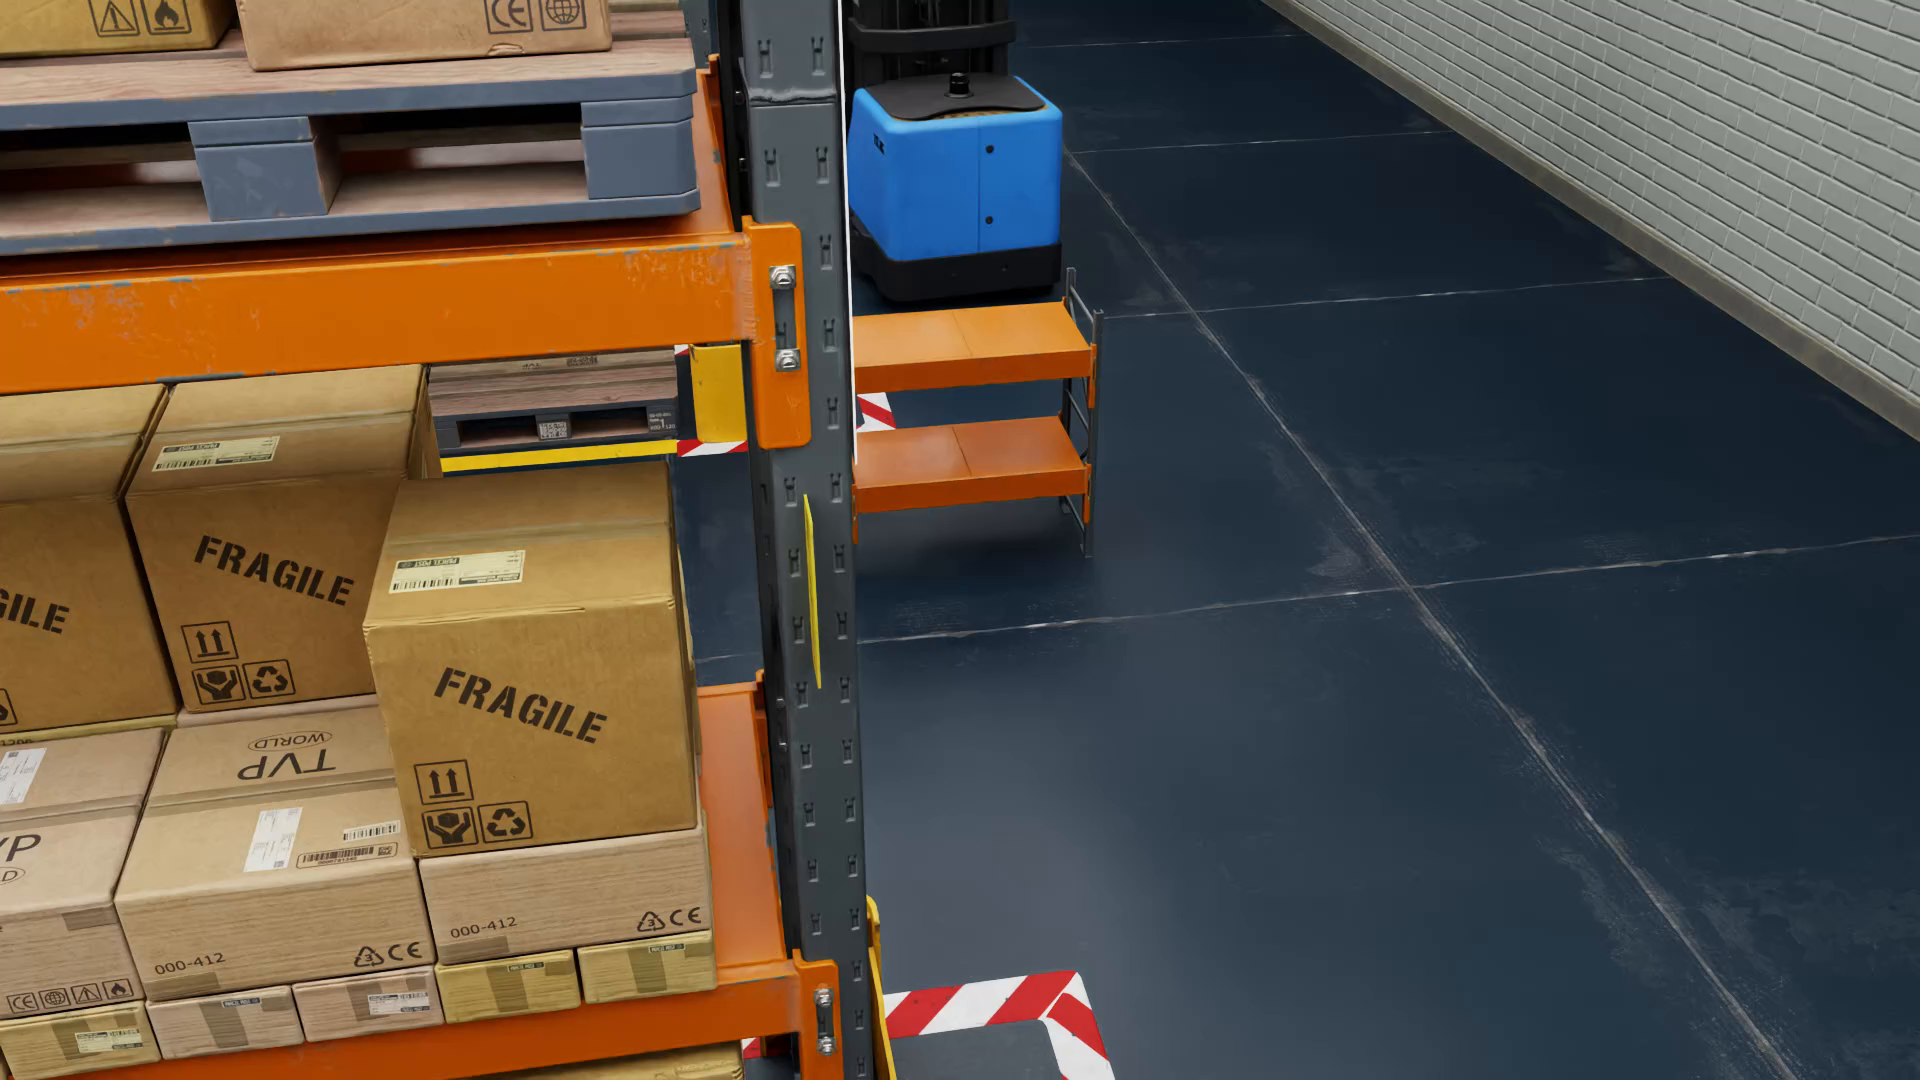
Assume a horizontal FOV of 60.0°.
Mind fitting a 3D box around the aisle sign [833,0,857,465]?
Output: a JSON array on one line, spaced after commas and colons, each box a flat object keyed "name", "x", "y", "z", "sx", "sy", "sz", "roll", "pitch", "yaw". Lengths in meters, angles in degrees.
[{"name": "aisle sign", "x": -0.205, "y": -0.561, "z": 2.680, "sx": 0.004, "sy": 0.787, "sz": 0.394, "roll": -5, "pitch": 31, "yaw": -9}]

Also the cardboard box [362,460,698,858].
[{"name": "cardboard box", "x": -0.762, "y": 0.206, "z": 3.056, "sx": 0.500, "sy": 0.500, "sz": 0.500, "roll": -5, "pitch": 31, "yaw": -8}]

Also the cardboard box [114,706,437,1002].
[{"name": "cardboard box", "x": -1.258, "y": 0.576, "z": 3.166, "sx": 0.500, "sy": 0.250, "sz": 0.500, "roll": -6, "pitch": 31, "yaw": -10}]

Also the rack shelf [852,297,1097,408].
[{"name": "rack shelf", "x": 0.007, "y": -0.738, "z": 6.818, "sx": 1.000, "sy": 0.278, "sz": 0.538, "roll": -5, "pitch": 31, "yaw": -9}]

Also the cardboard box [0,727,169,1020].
[{"name": "cardboard box", "x": -1.758, "y": 0.622, "z": 3.087, "sx": 0.500, "sy": 0.250, "sz": 0.500, "roll": -6, "pitch": 31, "yaw": -11}]

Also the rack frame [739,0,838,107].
[{"name": "rack frame", "x": -0.330, "y": -2.169, "z": 2.061, "sx": 0.127, "sy": 3.000, "sz": 1.000, "roll": -5, "pitch": 31, "yaw": -9}]

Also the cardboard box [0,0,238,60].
[{"name": "cardboard box", "x": -1.407, "y": -1.078, "z": 2.553, "sx": 0.500, "sy": 0.500, "sz": 0.700, "roll": -6, "pitch": 31, "yaw": -11}]

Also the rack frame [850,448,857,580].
[{"name": "rack frame", "x": -0.493, "y": -0.439, "z": 6.887, "sx": 0.032, "sy": 1.125, "sz": 0.500, "roll": -5, "pitch": 31, "yaw": -9}]

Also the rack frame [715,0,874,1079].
[{"name": "rack frame", "x": -0.330, "y": 0.417, "z": 3.582, "sx": 0.127, "sy": 3.000, "sz": 1.000, "roll": -5, "pitch": 31, "yaw": -9}]

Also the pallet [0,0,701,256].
[{"name": "pallet", "x": -1.058, "y": -0.765, "z": 2.720, "sx": 1.213, "sy": 0.211, "sz": 1.003, "roll": -5, "pitch": 31, "yaw": -9}]

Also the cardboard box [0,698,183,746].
[{"name": "cardboard box", "x": -1.855, "y": 0.357, "z": 3.537, "sx": 0.500, "sy": 0.250, "sz": 0.500, "roll": -6, "pitch": 31, "yaw": -11}]

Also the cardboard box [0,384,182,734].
[{"name": "cardboard box", "x": -1.851, "y": 0.035, "z": 3.345, "sx": 0.500, "sy": 0.500, "sz": 0.500, "roll": -6, "pitch": 31, "yaw": -10}]

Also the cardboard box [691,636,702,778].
[{"name": "cardboard box", "x": -0.738, "y": 0.393, "z": 3.870, "sx": 0.250, "sy": 0.149, "sz": 0.380, "roll": -5, "pitch": 31, "yaw": -8}]

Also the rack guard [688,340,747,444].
[{"name": "rack guard", "x": -1.201, "y": -0.984, "z": 8.430, "sx": 0.348, "sy": 0.500, "sz": 1.175, "roll": -5, "pitch": 31, "yaw": -9}]

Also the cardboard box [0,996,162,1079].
[{"name": "cardboard box", "x": -1.625, "y": 0.816, "z": 3.151, "sx": 0.250, "sy": 0.149, "sz": 0.380, "roll": -6, "pitch": 31, "yaw": -10}]

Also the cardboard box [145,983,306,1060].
[{"name": "cardboard box", "x": -1.370, "y": 0.791, "z": 3.193, "sx": 0.250, "sy": 0.149, "sz": 0.380, "roll": -5, "pitch": 31, "yaw": -8}]

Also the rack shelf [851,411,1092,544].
[{"name": "rack shelf", "x": 0.007, "y": -0.275, "z": 7.090, "sx": 1.000, "sy": 0.278, "sz": 0.538, "roll": -5, "pitch": 31, "yaw": -9}]

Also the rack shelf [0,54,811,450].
[{"name": "rack shelf", "x": -2.297, "y": -0.383, "z": 2.693, "sx": 4.000, "sy": 0.370, "sz": 1.077, "roll": -5, "pitch": 31, "yaw": -9}]

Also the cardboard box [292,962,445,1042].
[{"name": "cardboard box", "x": -1.124, "y": 0.769, "z": 3.231, "sx": 0.250, "sy": 0.149, "sz": 0.380, "roll": -5, "pitch": 31, "yaw": -9}]

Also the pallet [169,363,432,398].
[{"name": "pallet", "x": -3.238, "y": -0.685, "z": 8.207, "sx": 1.213, "sy": 0.211, "sz": 1.003, "roll": -5, "pitch": 31, "yaw": -9}]

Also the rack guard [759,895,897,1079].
[{"name": "rack guard", "x": -0.306, "y": 1.492, "z": 4.219, "sx": 0.348, "sy": 0.500, "sz": 1.175, "roll": -5, "pitch": 31, "yaw": -9}]

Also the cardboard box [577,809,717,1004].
[{"name": "cardboard box", "x": -0.621, "y": 0.722, "z": 3.311, "sx": 0.250, "sy": 0.149, "sz": 0.380, "roll": -5, "pitch": 31, "yaw": -8}]

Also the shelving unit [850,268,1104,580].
[{"name": "shelving unit", "x": 0.007, "y": -0.486, "z": 6.966, "sx": 1.048, "sy": 1.125, "sz": 0.538, "roll": -5, "pitch": 31, "yaw": -9}]

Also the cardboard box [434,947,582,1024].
[{"name": "cardboard box", "x": -0.876, "y": 0.746, "z": 3.269, "sx": 0.250, "sy": 0.149, "sz": 0.380, "roll": -5, "pitch": 31, "yaw": -8}]

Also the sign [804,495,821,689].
[{"name": "sign", "x": -0.246, "y": 0.087, "z": 2.766, "sx": 0.005, "sy": 0.325, "sz": 0.100, "roll": -5, "pitch": 31, "yaw": -9}]

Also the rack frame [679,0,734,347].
[{"name": "rack frame", "x": -1.222, "y": -2.053, "z": 7.781, "sx": 0.127, "sy": 3.000, "sz": 1.000, "roll": -5, "pitch": 31, "yaw": -9}]

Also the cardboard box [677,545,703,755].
[{"name": "cardboard box", "x": -0.850, "y": 0.262, "z": 3.699, "sx": 0.500, "sy": 0.250, "sz": 0.500, "roll": -6, "pitch": 31, "yaw": -10}]

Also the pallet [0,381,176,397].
[{"name": "pallet", "x": -4.440, "y": -0.572, "z": 8.014, "sx": 1.213, "sy": 0.211, "sz": 1.003, "roll": -5, "pitch": 31, "yaw": -9}]

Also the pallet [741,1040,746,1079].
[{"name": "pallet", "x": -1.102, "y": 1.731, "z": 4.098, "sx": 1.213, "sy": 0.211, "sz": 1.003, "roll": -5, "pitch": 31, "yaw": -9}]

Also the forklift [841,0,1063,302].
[{"name": "forklift", "x": -0.329, "y": -3.347, "z": 10.050, "sx": 1.130, "sy": 2.935, "sz": 3.031, "roll": -9, "pitch": 32, "yaw": -15}]

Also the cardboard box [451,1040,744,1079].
[{"name": "cardboard box", "x": -0.945, "y": 1.250, "z": 3.847, "sx": 0.875, "sy": 0.875, "sz": 0.875, "roll": -5, "pitch": 31, "yaw": -9}]

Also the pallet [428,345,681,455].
[{"name": "pallet", "x": -2.040, "y": -0.795, "z": 8.393, "sx": 1.213, "sy": 0.211, "sz": 1.003, "roll": -5, "pitch": 31, "yaw": -9}]

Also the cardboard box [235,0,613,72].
[{"name": "cardboard box", "x": -0.832, "y": -1.069, "z": 2.538, "sx": 0.500, "sy": 0.500, "sz": 0.700, "roll": -7, "pitch": 31, "yaw": -12}]

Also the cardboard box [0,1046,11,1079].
[{"name": "cardboard box", "x": -1.880, "y": 0.840, "z": 3.110, "sx": 0.250, "sy": 0.149, "sz": 0.380, "roll": -5, "pitch": 31, "yaw": -9}]

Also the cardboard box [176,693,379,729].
[{"name": "cardboard box", "x": -1.361, "y": 0.313, "z": 3.612, "sx": 0.500, "sy": 0.250, "sz": 0.500, "roll": -6, "pitch": 31, "yaw": -10}]

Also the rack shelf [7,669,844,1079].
[{"name": "rack shelf", "x": -2.297, "y": 0.910, "z": 3.454, "sx": 4.000, "sy": 0.370, "sz": 1.077, "roll": -5, "pitch": 31, "yaw": -9}]

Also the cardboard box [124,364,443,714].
[{"name": "cardboard box", "x": -1.342, "y": -0.015, "z": 3.431, "sx": 0.500, "sy": 0.500, "sz": 0.500, "roll": -6, "pitch": 31, "yaw": -10}]

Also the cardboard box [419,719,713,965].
[{"name": "cardboard box", "x": -0.759, "y": 0.530, "z": 3.244, "sx": 0.500, "sy": 0.250, "sz": 0.500, "roll": -6, "pitch": 31, "yaw": -10}]

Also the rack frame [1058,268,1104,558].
[{"name": "rack frame", "x": 0.507, "y": -0.532, "z": 7.045, "sx": 0.032, "sy": 1.125, "sz": 0.500, "roll": -5, "pitch": 31, "yaw": -9}]
